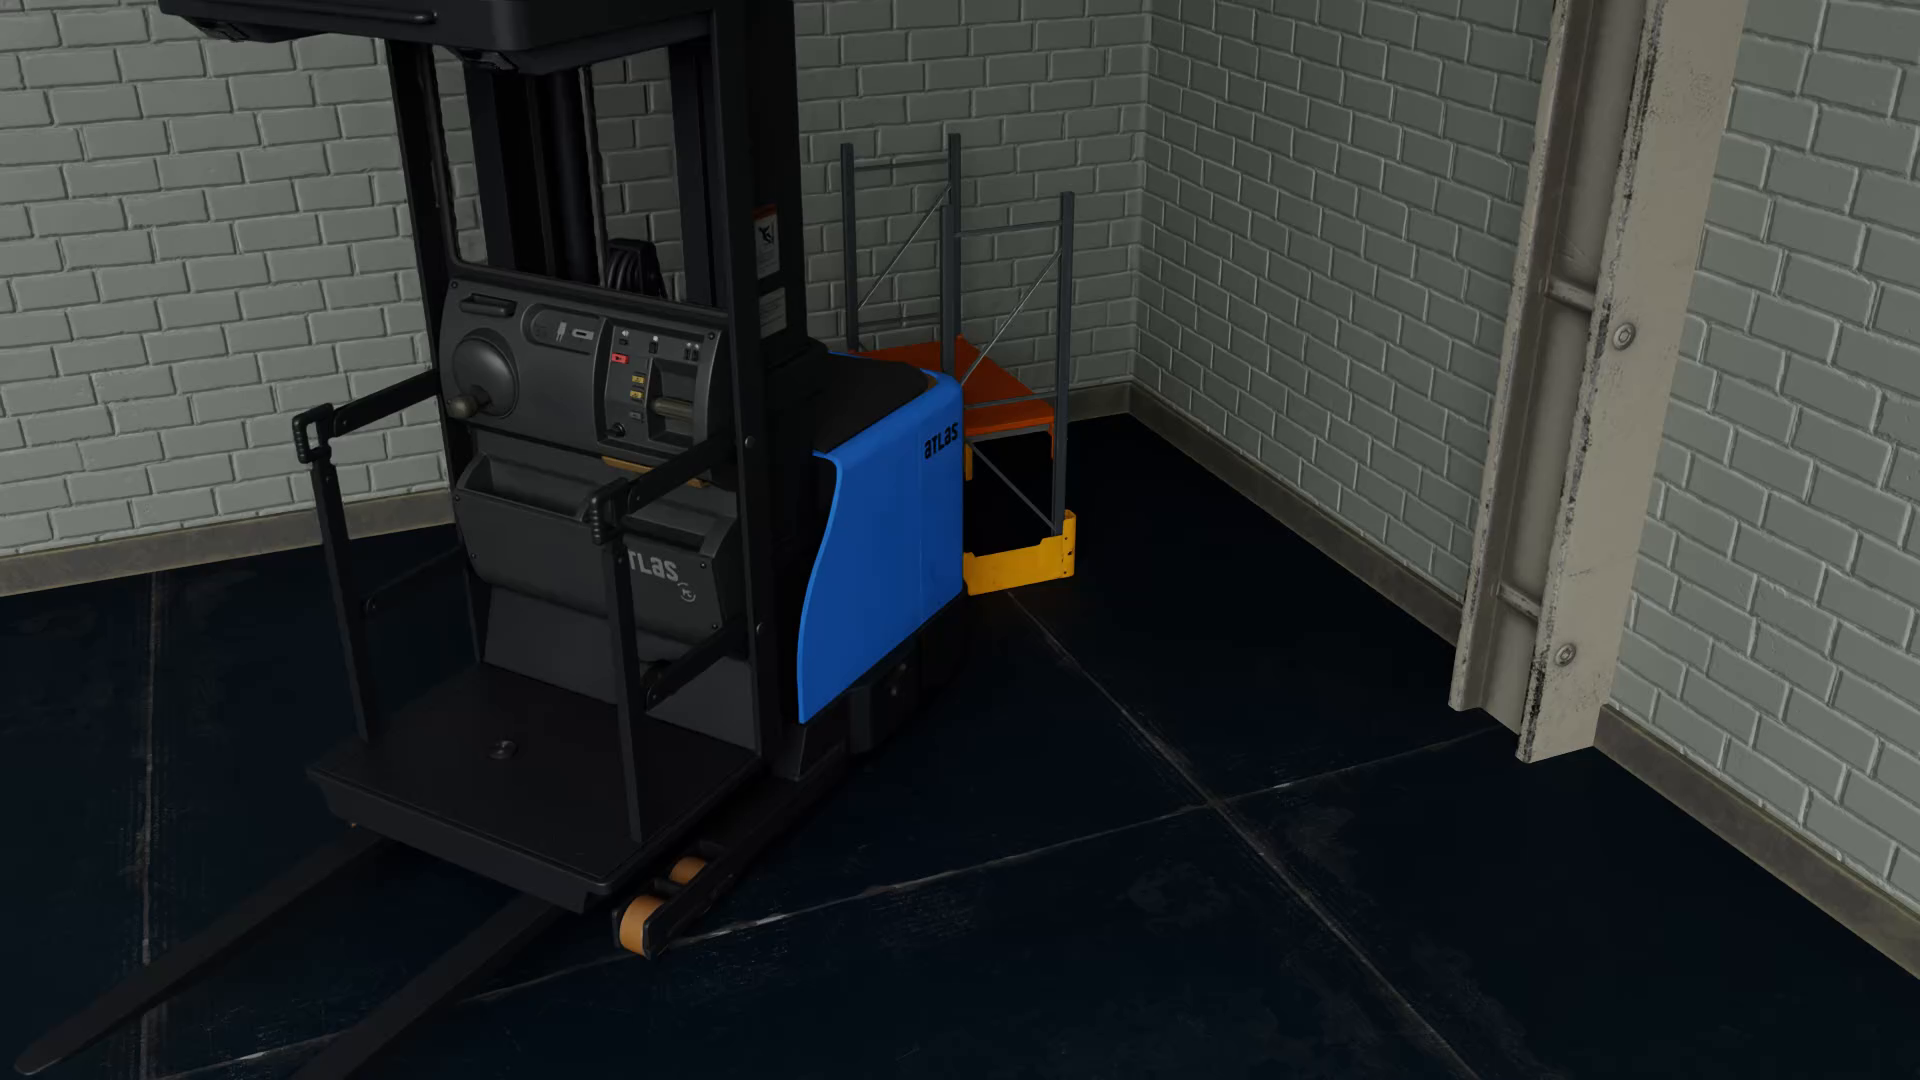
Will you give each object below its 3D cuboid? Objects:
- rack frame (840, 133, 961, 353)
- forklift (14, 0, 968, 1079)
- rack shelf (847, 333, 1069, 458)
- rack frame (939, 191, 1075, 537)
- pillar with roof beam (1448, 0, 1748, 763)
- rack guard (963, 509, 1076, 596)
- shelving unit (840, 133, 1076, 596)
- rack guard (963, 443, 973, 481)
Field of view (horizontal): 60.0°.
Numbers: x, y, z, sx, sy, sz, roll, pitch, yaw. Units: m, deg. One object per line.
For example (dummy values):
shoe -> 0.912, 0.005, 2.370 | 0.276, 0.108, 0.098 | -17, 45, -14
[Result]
rack frame -> -0.232, -0.914, 6.912 | 0.500, 1.500, 0.032 | -11, 28, -21
forklift -> -1.130, -0.427, 4.284 | 1.130, 2.935, 3.031 | 14, 29, 26
rack shelf -> -0.033, -0.547, 6.570 | 0.538, 0.185, 1.000 | -11, 28, -21
rack frame -> 0.166, -0.503, 6.071 | 0.500, 1.500, 0.032 | -11, 28, -21
pillar with roof beam -> -2.097, -2.699, 2.021 | 9.100, 9.000, 0.400 | -11, 28, -21
rack guard -> 0.165, 0.058, 6.346 | 0.587, 0.250, 0.087 | -11, 28, -21
shelving unit -> -0.030, -0.705, 6.484 | 0.587, 1.500, 1.083 | -11, 28, -21
rack guard -> -0.225, -0.344, 7.170 | 0.587, 0.250, 0.087 | -11, 28, -21
